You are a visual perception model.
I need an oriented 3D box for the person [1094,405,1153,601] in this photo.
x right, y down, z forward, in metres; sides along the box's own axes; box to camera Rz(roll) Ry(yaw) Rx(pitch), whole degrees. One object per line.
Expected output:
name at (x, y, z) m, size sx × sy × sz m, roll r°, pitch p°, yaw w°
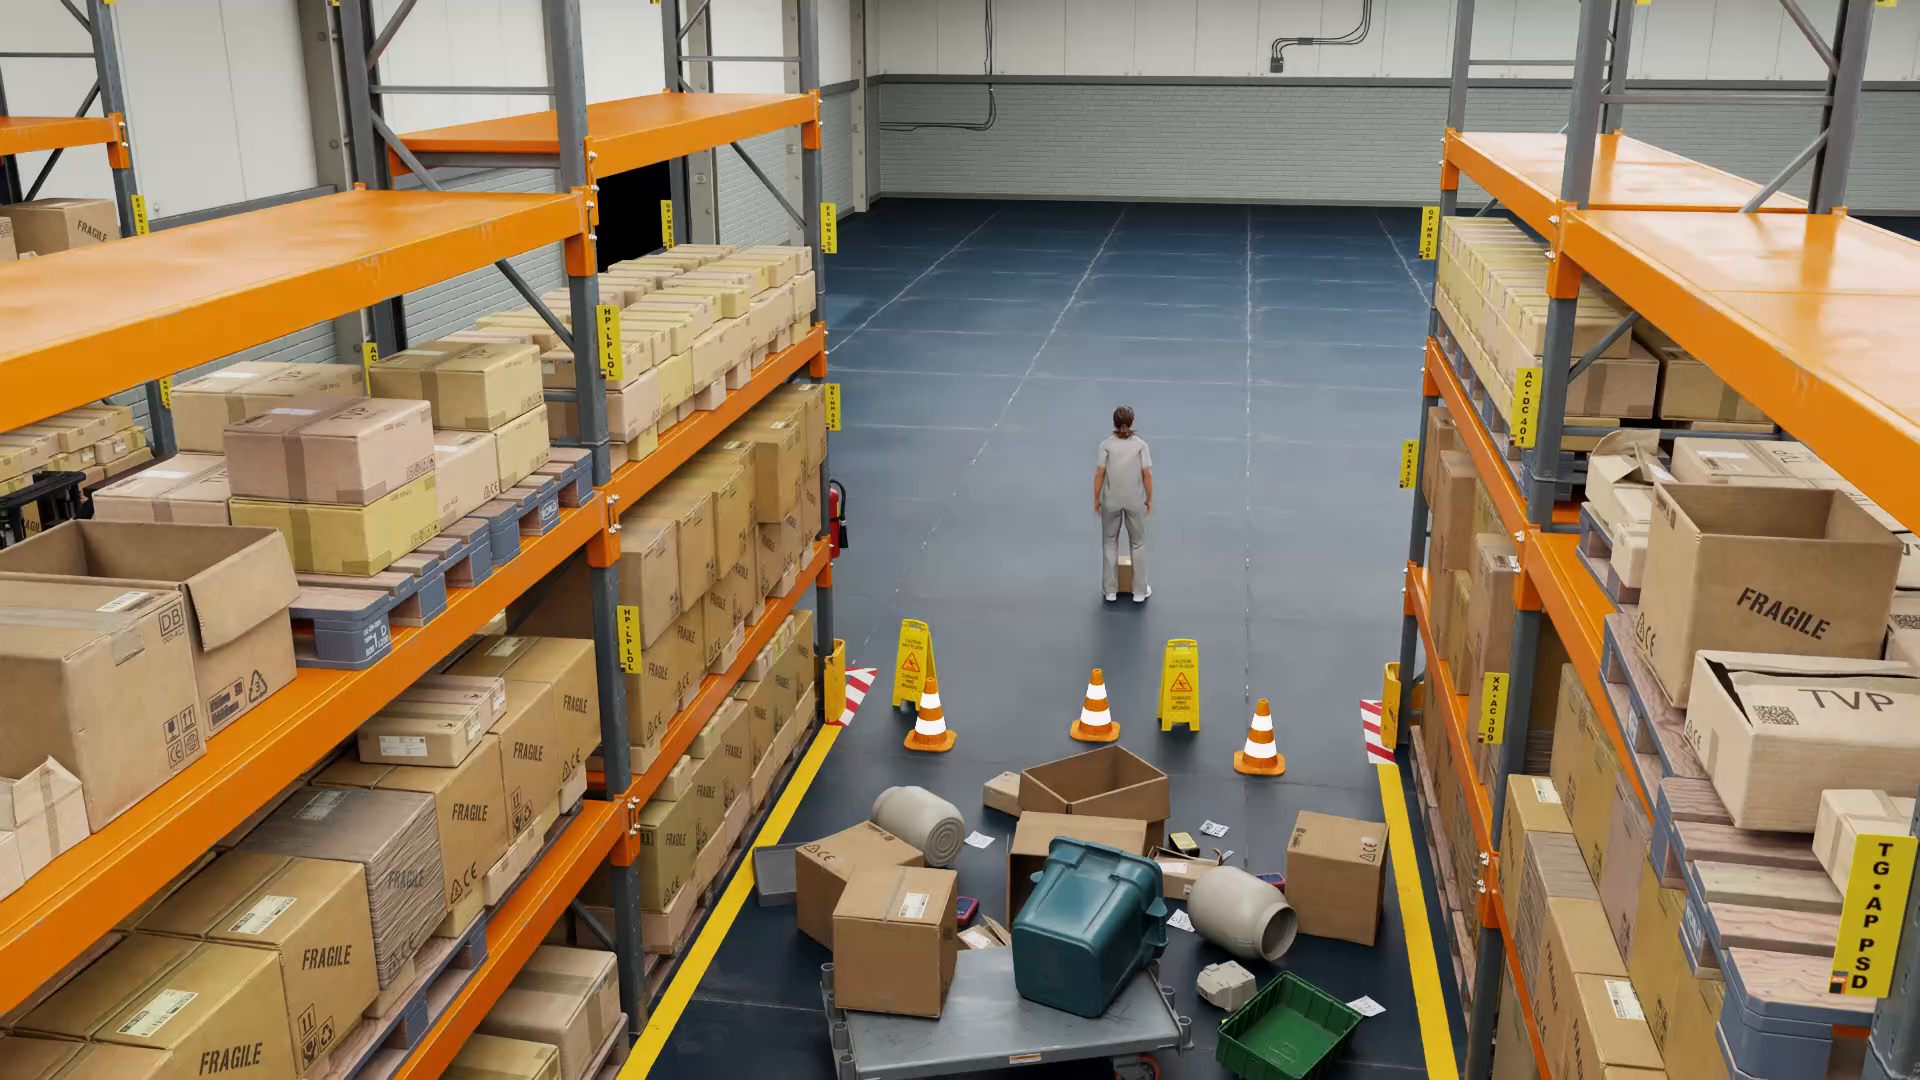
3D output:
person at (1.381, -0.307, 14.003) m, size 0.514 × 1.672 × 0.361 m, roll 2°, pitch 18°, yaw 6°
